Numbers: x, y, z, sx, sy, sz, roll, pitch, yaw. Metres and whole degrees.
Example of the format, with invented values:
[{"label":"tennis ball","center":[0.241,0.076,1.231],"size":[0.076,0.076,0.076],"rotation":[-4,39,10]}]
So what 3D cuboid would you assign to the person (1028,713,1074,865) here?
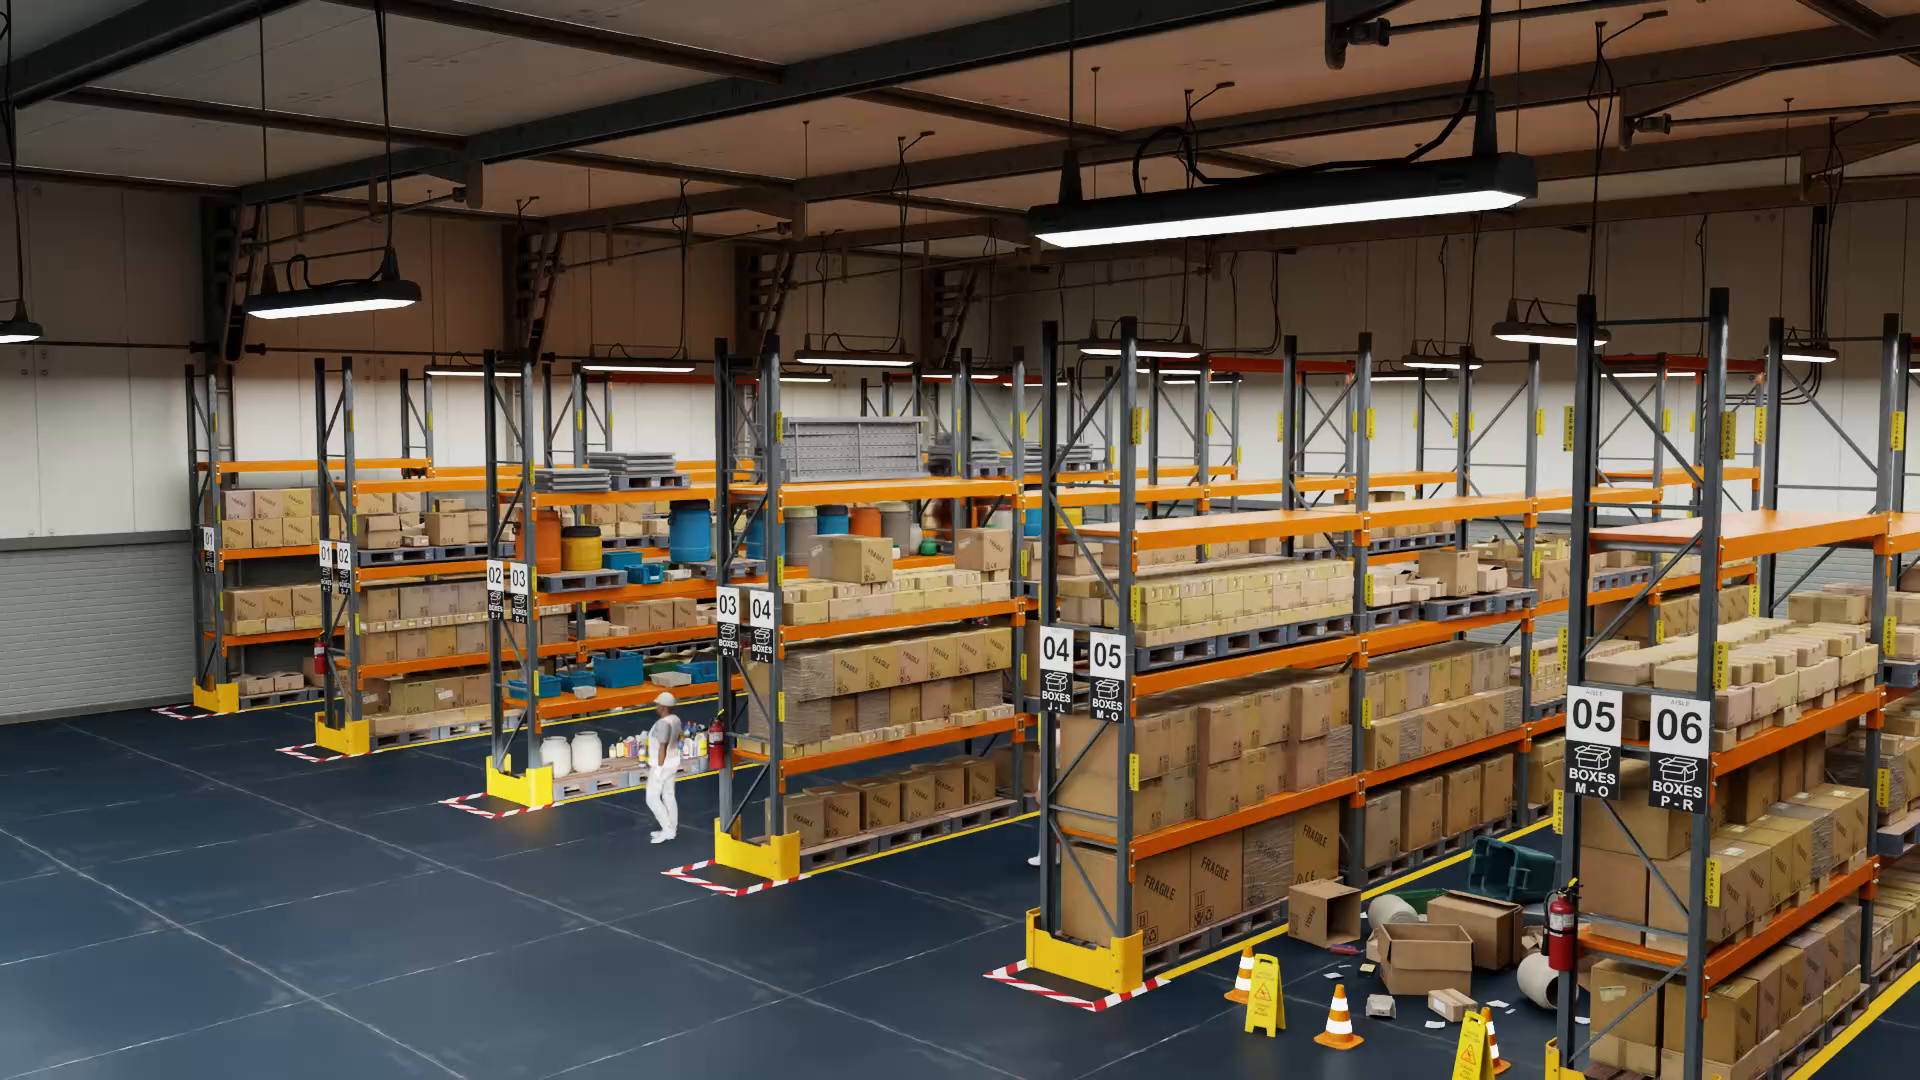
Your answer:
[{"label":"person","center":[1.089,2.859,19.079],"size":[0.510,1.672,0.655],"rotation":[1,5,18]}]

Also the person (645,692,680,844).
[{"label":"person","center":[-3.586,2.730,20.061],"size":[0.386,1.795,0.611],"rotation":[1,4,9]}]
